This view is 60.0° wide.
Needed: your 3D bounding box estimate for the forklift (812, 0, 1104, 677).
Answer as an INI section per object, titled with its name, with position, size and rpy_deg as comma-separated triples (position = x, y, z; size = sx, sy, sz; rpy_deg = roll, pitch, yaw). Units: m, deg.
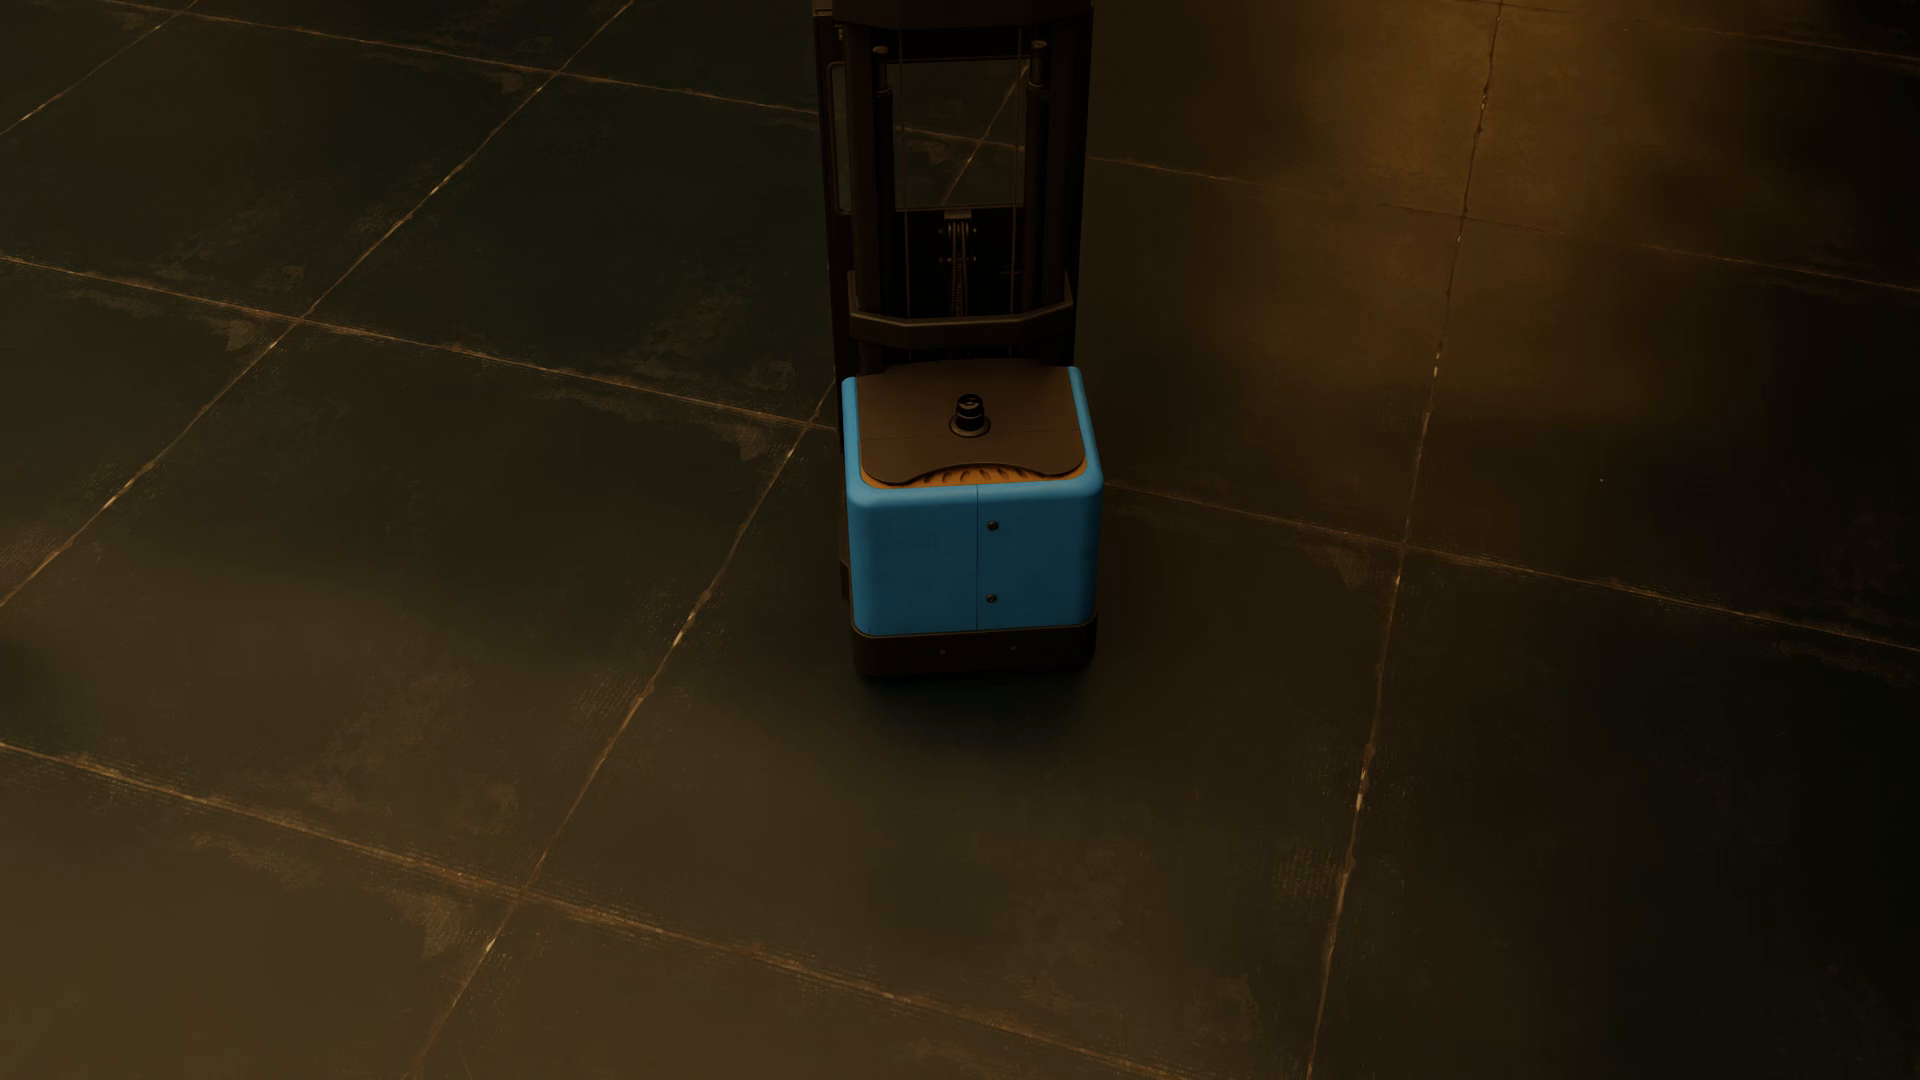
[forklift]
position = -0.048, -1.486, 7.287
size = 1.130, 2.935, 3.031
rpy_deg = -3, 43, -3
